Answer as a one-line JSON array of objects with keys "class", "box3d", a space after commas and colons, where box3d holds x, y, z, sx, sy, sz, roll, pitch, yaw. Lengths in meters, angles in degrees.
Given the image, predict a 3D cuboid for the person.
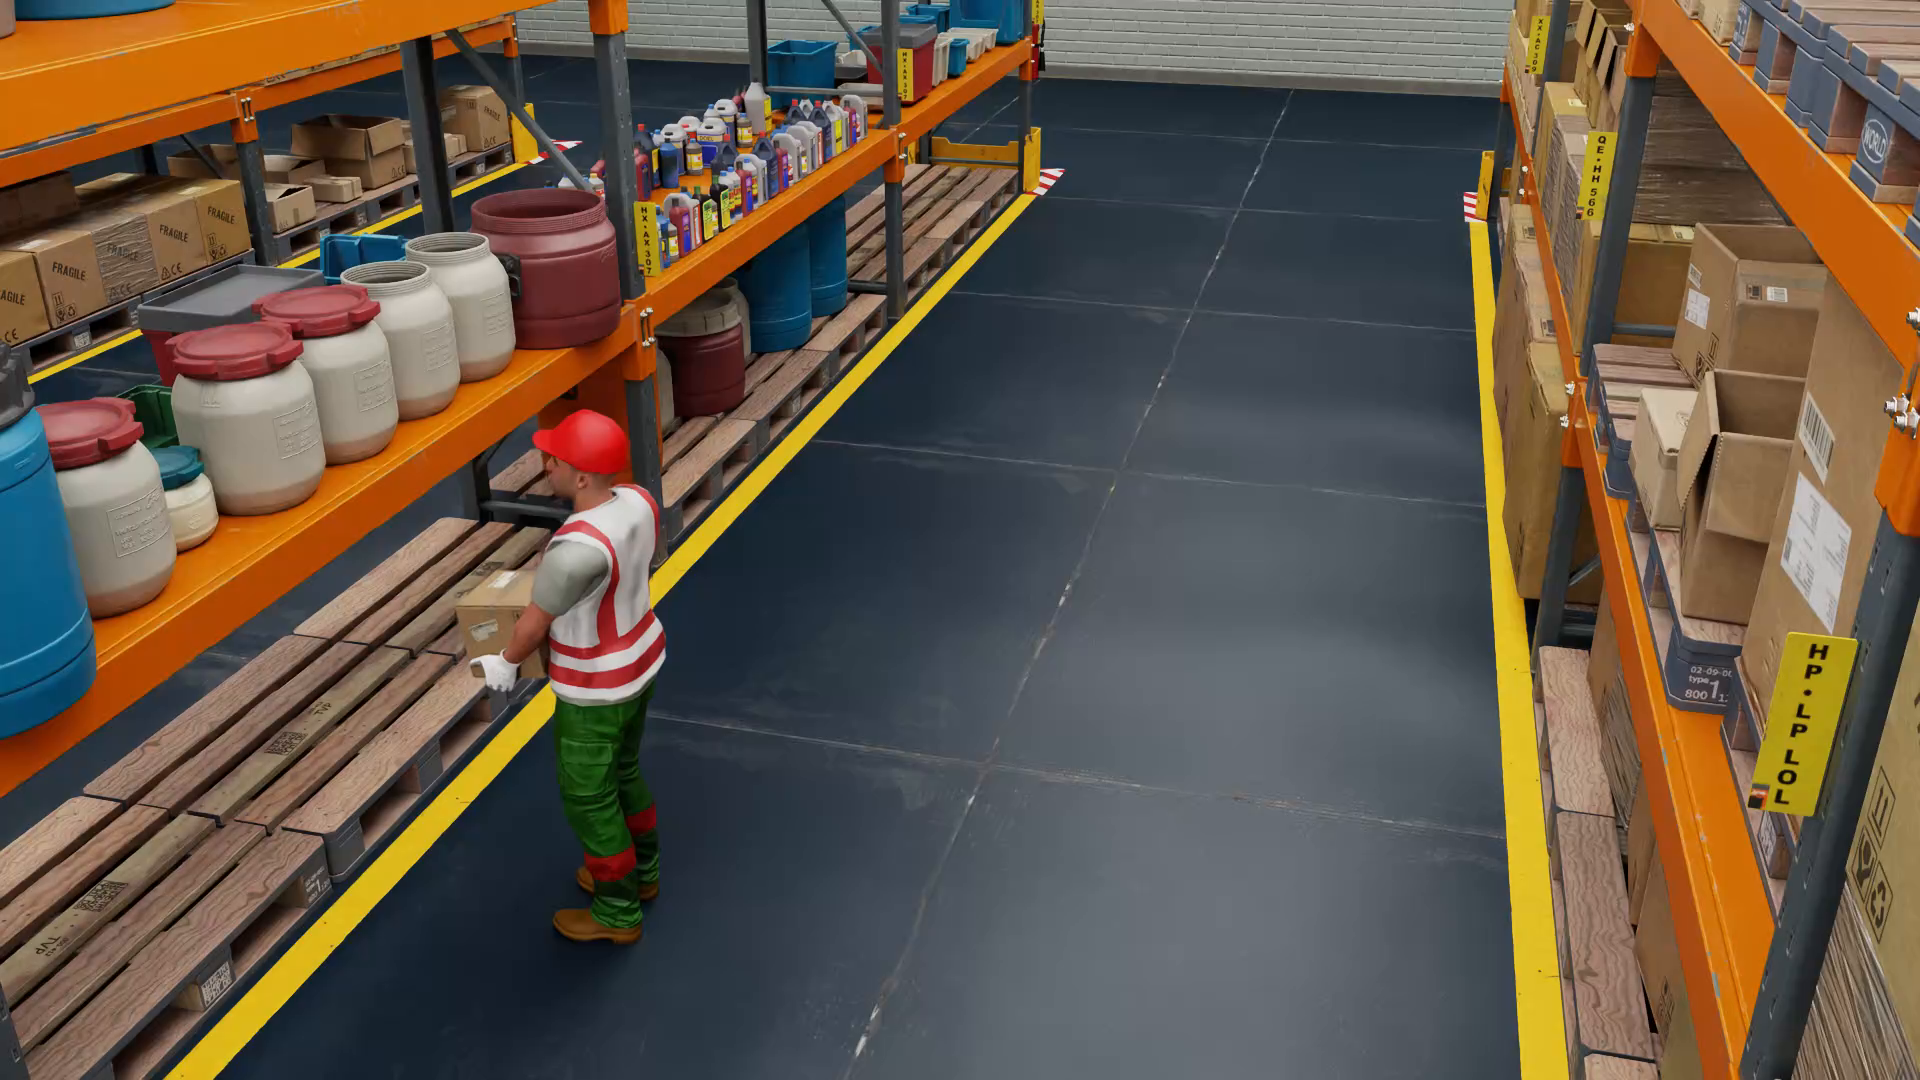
[{"class": "person", "box3d": [-1.208, 0.424, 5.175, 0.558, 1.786, 0.495, 6, 26, 13]}]
